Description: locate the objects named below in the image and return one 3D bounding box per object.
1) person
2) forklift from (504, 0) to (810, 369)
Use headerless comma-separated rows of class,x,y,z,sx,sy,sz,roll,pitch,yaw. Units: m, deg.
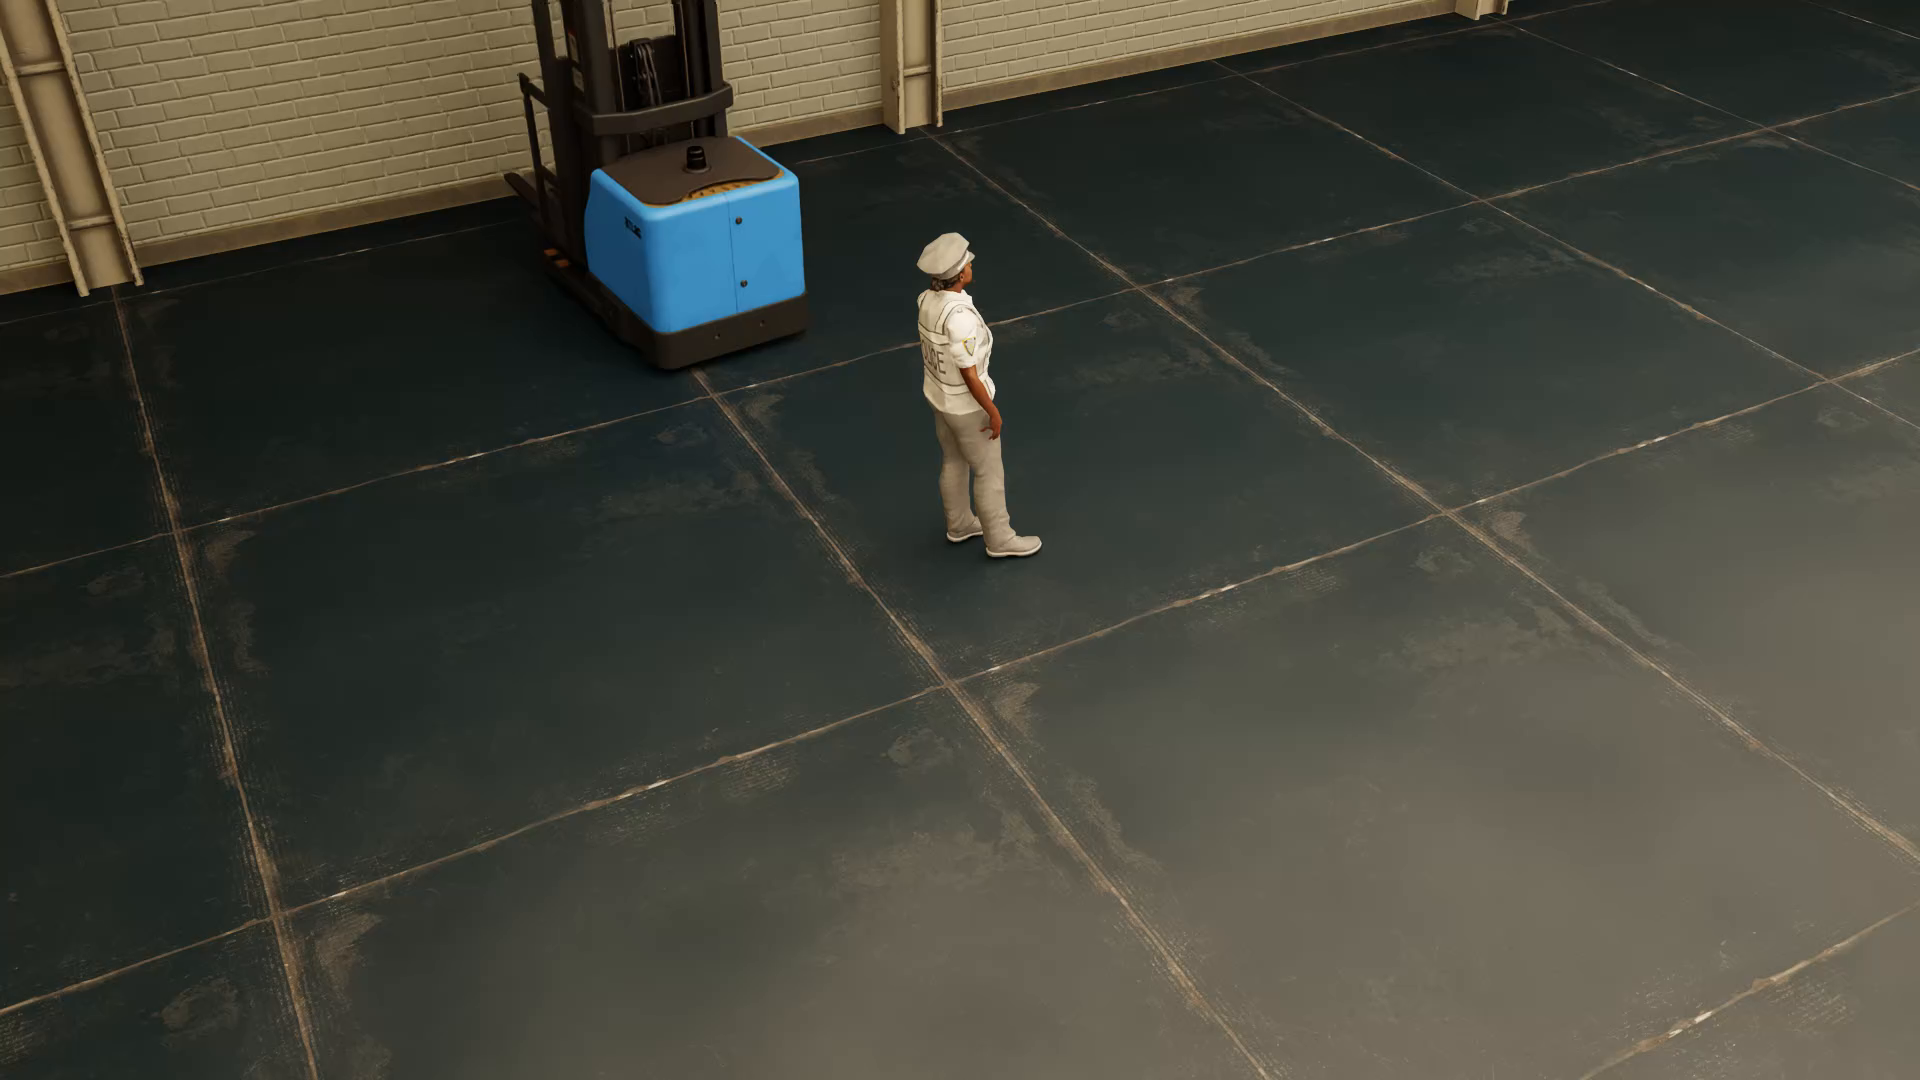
person,0.075,-0.709,8.184,0.528,1.697,0.570,-17,39,-23
forklift,-2.179,-3.034,10.415,1.130,2.935,3.031,-21,40,-27
